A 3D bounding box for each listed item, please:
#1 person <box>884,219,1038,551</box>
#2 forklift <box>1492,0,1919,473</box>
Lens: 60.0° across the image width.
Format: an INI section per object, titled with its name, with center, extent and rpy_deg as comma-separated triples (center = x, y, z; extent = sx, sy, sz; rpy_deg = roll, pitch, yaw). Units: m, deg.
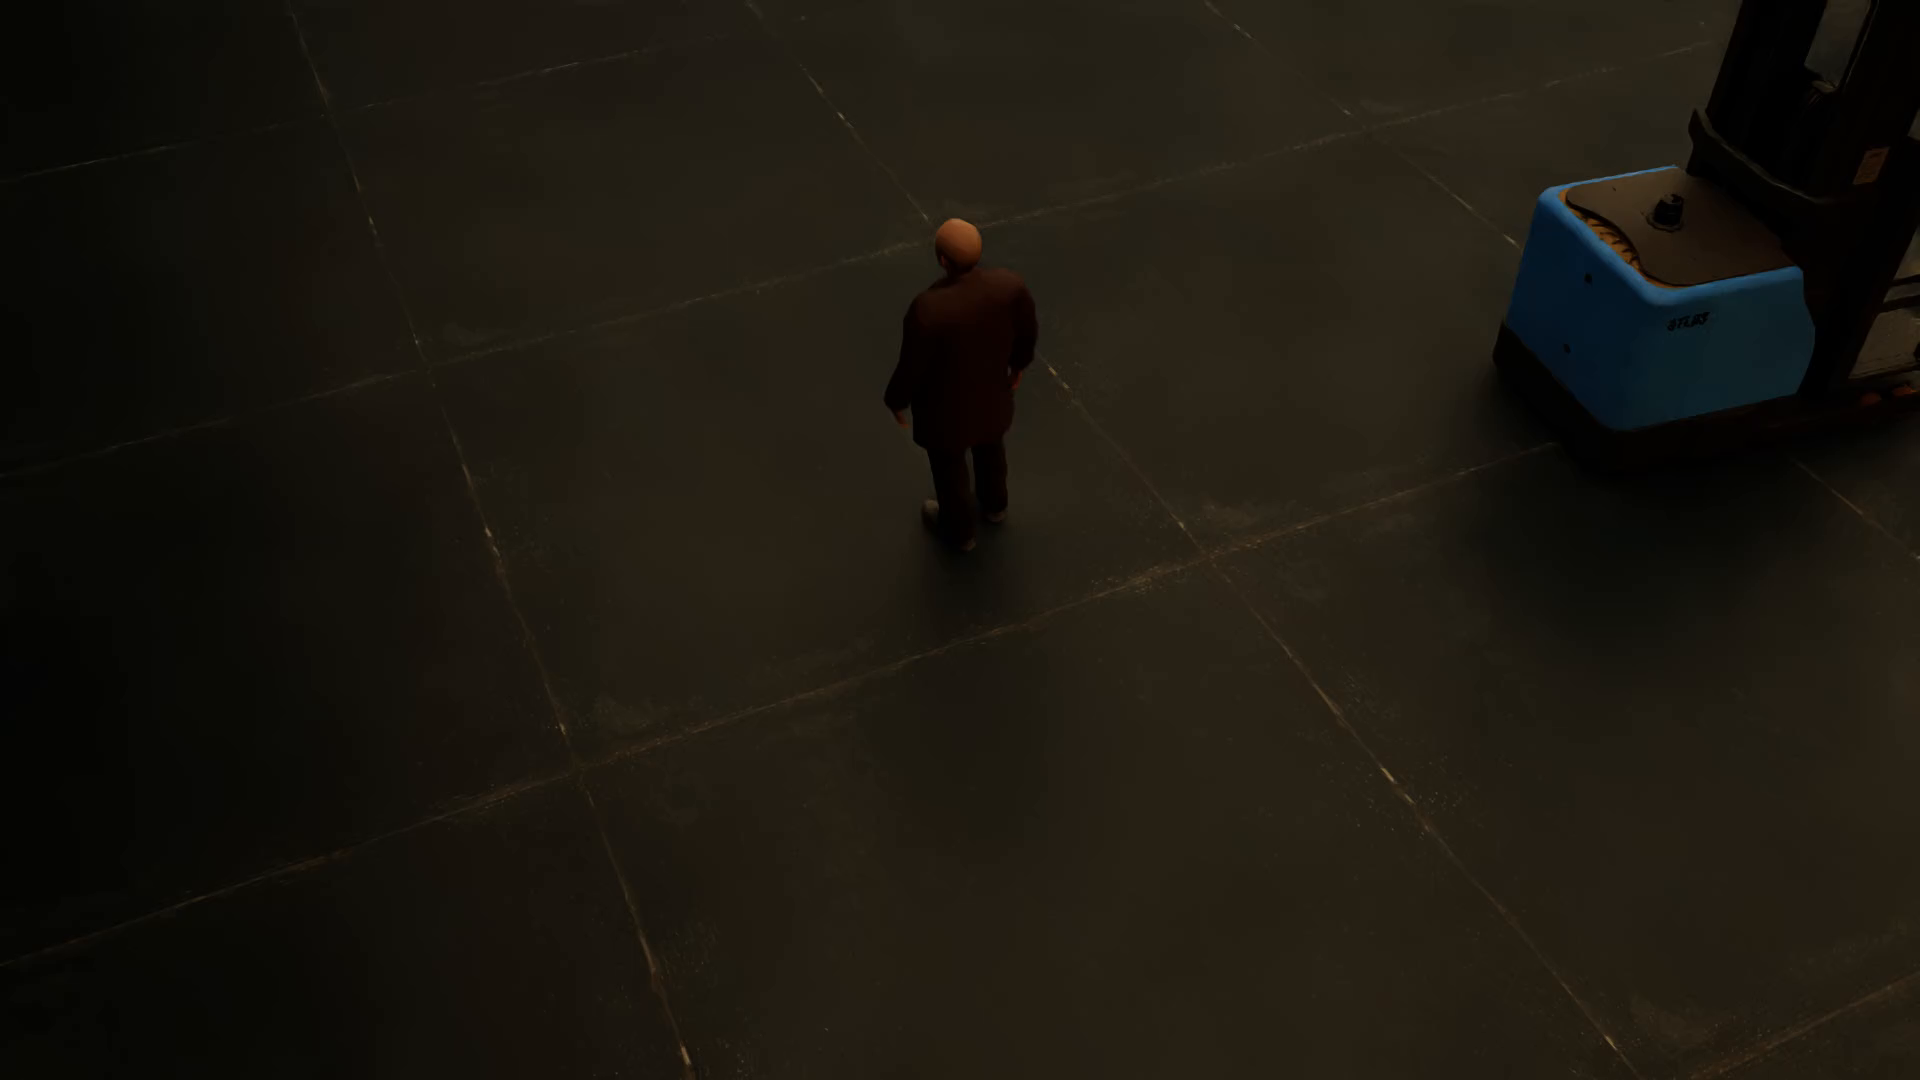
[person]
center = -0.030, -0.715, 7.280
extent = 0.684, 1.776, 0.580
rpy_deg = -18, 46, -18
[forklift]
center = 4.376, -1.987, 7.809
extent = 3.031, 2.935, 1.130
rpy_deg = -12, 44, -13
